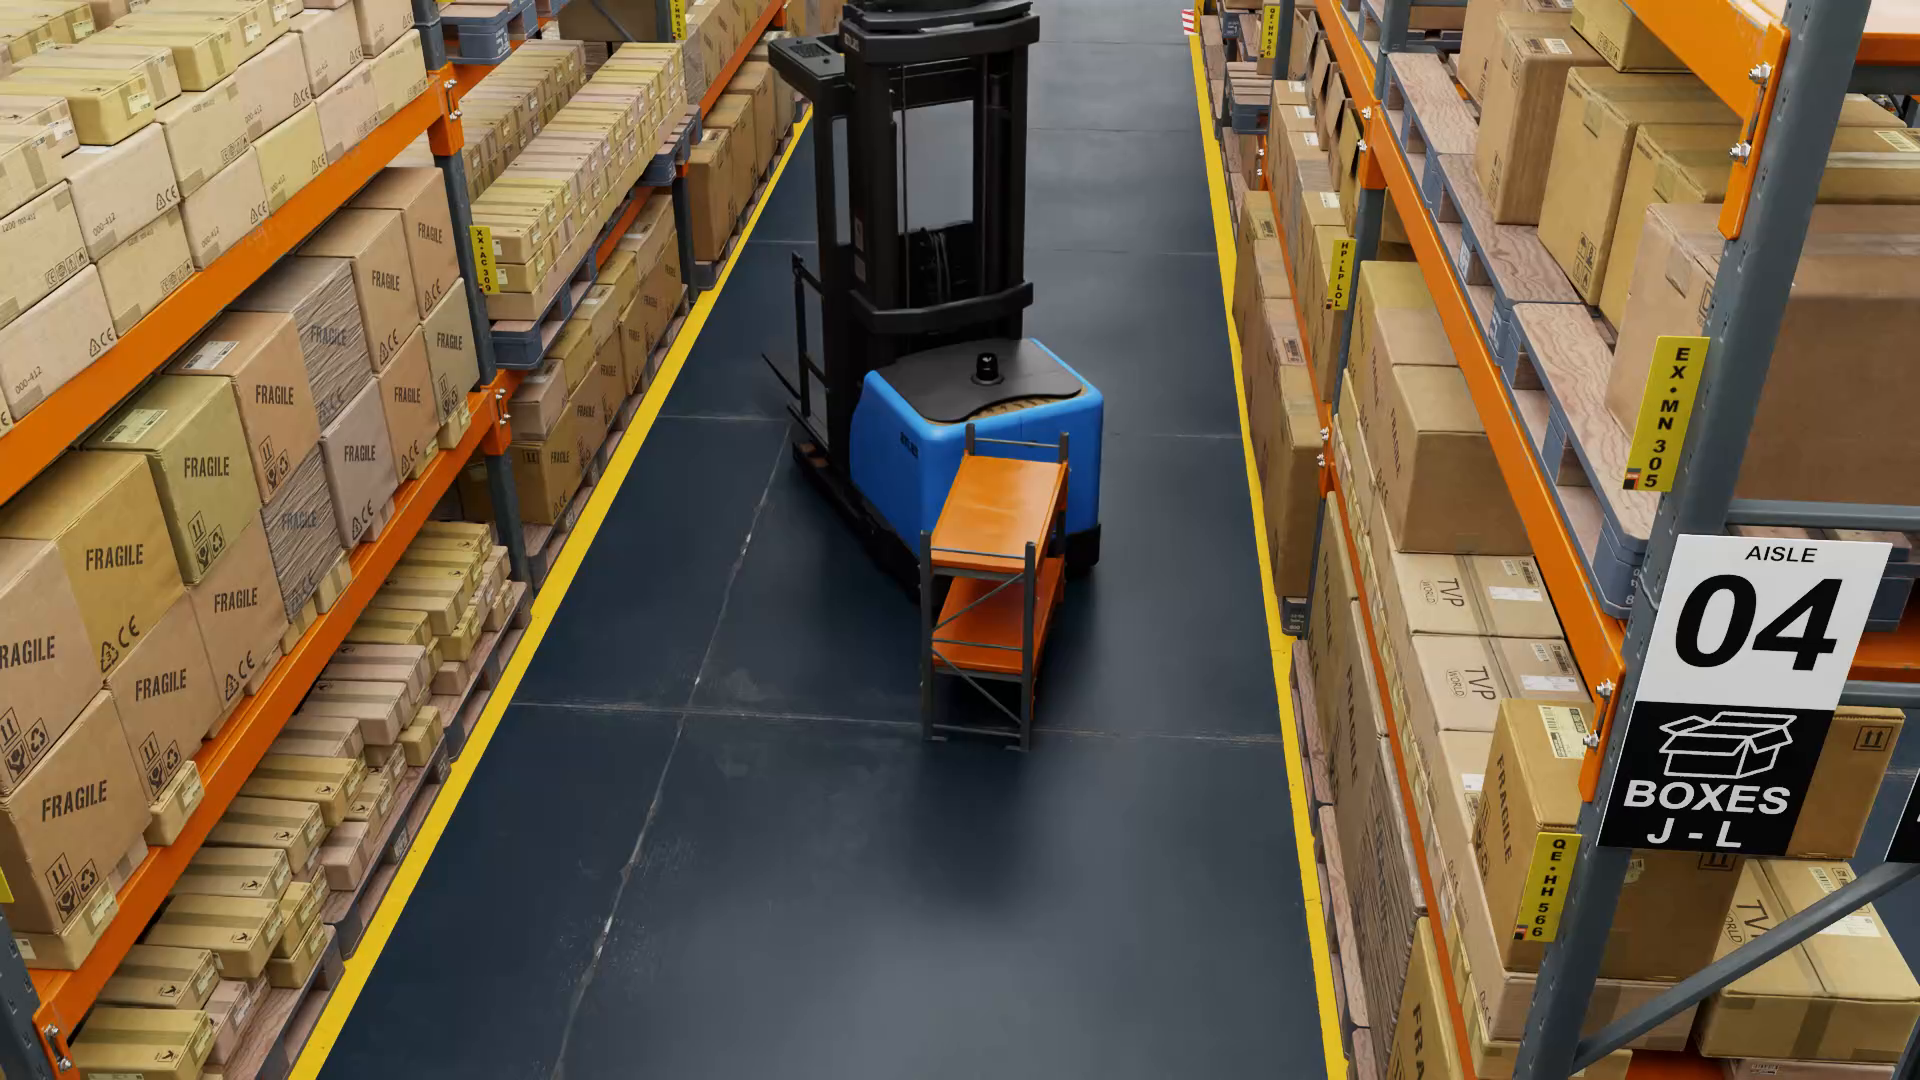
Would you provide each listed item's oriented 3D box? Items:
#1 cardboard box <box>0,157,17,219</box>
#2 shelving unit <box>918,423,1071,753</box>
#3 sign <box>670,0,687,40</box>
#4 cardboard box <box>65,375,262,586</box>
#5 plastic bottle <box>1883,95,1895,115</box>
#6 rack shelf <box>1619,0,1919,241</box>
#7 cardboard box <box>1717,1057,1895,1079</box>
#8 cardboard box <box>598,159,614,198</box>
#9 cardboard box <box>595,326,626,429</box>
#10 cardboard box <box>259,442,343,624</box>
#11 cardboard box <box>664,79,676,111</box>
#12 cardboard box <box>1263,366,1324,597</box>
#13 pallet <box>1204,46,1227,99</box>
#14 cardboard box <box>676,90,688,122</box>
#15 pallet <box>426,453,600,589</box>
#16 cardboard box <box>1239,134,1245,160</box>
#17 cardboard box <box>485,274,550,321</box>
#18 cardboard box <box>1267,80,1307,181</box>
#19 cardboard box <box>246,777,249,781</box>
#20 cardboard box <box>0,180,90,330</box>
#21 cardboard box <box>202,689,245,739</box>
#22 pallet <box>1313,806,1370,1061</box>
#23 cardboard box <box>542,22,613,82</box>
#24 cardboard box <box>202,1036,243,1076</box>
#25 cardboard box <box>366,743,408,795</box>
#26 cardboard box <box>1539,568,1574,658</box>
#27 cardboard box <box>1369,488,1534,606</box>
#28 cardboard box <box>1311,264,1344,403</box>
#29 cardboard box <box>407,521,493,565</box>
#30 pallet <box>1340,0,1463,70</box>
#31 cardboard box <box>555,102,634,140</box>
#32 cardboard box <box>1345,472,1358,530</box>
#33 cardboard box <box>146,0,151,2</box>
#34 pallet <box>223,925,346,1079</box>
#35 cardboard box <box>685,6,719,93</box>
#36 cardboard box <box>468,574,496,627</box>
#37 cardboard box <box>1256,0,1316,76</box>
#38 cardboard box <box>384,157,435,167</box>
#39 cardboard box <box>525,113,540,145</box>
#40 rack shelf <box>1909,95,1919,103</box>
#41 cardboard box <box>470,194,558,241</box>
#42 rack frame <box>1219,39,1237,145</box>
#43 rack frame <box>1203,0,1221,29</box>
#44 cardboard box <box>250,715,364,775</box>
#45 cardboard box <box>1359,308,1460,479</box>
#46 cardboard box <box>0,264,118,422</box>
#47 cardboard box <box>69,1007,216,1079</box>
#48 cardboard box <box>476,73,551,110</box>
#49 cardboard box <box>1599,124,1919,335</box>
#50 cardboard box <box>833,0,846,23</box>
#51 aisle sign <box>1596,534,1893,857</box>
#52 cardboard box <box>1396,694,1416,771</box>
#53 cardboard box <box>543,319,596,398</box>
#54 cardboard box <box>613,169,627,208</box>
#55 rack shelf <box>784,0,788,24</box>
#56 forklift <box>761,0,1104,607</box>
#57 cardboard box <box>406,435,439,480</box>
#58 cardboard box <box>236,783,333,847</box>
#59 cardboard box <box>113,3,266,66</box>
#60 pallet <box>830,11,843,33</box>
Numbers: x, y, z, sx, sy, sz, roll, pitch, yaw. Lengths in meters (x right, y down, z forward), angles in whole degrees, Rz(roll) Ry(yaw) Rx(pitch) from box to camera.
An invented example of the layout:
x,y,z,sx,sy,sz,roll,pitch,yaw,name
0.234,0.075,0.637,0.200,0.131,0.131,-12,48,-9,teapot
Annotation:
x,y,z,sx,sy,sz,roll,pitch,yaw,name
-2.673,-0.876,4.239,0.380,0.149,0.250,2,32,4,cardboard box
0.175,0.207,7.841,0.538,1.125,1.048,6,32,10,shelving unit
-1.867,-3.473,10.999,0.100,0.325,0.005,2,32,4,sign
-2.659,-0.202,5.388,0.500,0.500,0.500,2,32,3,cardboard box
8.252,-3.821,14.773,0.097,0.271,0.097,0,32,0,plastic bottle
2.038,-1.707,4.510,1.077,0.370,4.000,2,32,4,rack shelf
2.233,1.351,4.438,0.380,0.149,0.250,3,32,5,cardboard box
-2.142,-2.012,9.211,0.380,0.149,0.250,2,32,3,cardboard box
-2.339,-0.981,9.966,0.500,0.500,0.500,3,32,5,cardboard box
-2.642,-0.044,6.084,0.500,0.500,0.500,2,32,3,cardboard box
-2.015,-2.813,10.511,0.380,0.149,0.250,4,32,6,cardboard box
2.233,-0.286,8.479,1.225,0.875,0.875,3,32,4,cardboard box
2.969,-4.664,16.617,1.003,0.211,1.213,2,32,4,pallet
-1.990,-2.826,10.816,0.380,0.149,0.250,3,32,5,cardboard box
-2.672,-0.161,9.309,1.003,0.211,1.213,2,32,4,pallet
2.724,-3.413,13.893,0.700,0.500,0.500,2,32,4,cardboard box
-2.243,-1.199,8.175,0.380,0.149,0.250,1,32,2,cardboard box
2.216,-2.567,10.462,0.500,0.500,0.500,3,32,5,cardboard box
-3.094,1.092,6.936,0.380,0.149,0.250,3,32,5,cardboard box
-2.723,-0.766,4.442,0.500,0.250,0.500,2,32,3,cardboard box
-2.721,0.547,5.742,0.380,0.149,0.250,2,32,3,cardboard box
1.965,1.545,6.541,1.003,0.211,1.213,2,32,4,pallet
-2.639,-3.322,11.686,0.500,0.500,0.500,2,32,4,cardboard box
-2.758,1.785,5.811,0.380,0.149,0.250,2,32,4,cardboard box
-2.599,0.989,7.104,0.380,0.149,0.250,3,32,5,cardboard box
2.301,0.306,5.754,0.500,0.250,0.500,2,32,3,cardboard box
1.820,0.027,6.207,0.500,0.250,0.500,3,32,5,cardboard box
1.967,-0.975,7.877,0.500,0.500,0.500,3,32,4,cardboard box
-2.503,0.038,8.079,0.380,0.149,0.250,3,32,5,cardboard box
2.227,-2.353,7.532,0.805,0.209,1.217,1,32,2,pallet
-2.099,-2.405,9.566,0.380,0.149,0.250,4,32,6,cardboard box
1.804,-0.153,6.879,0.380,0.149,0.250,3,32,6,cardboard box
-3.085,-1.986,6.041,0.380,0.149,0.250,2,32,3,cardboard box
-2.952,1.875,6.006,1.003,0.211,1.213,2,32,4,pallet
-2.064,-3.564,12.079,0.500,0.500,0.500,2,32,4,cardboard box
-2.452,0.288,7.957,0.380,0.149,0.250,1,32,2,cardboard box
2.477,-3.569,11.687,0.700,0.500,0.500,7,32,11,cardboard box
-2.831,-1.897,8.741,0.380,0.149,0.250,2,32,4,cardboard box
-2.728,-2.443,9.910,0.380,0.149,0.250,3,32,4,cardboard box
7.626,-3.295,12.424,1.077,0.370,4.000,2,32,4,rack shelf
-2.227,-1.598,8.256,0.380,0.149,0.250,3,32,5,cardboard box
2.853,-4.859,14.276,1.000,3.000,0.127,2,32,4,rack frame
3.178,-6.951,17.670,1.000,3.000,0.127,2,32,4,rack frame
-2.666,0.849,6.764,0.380,0.149,0.250,3,32,4,cardboard box
1.860,-0.561,6.446,0.500,0.500,0.500,2,32,4,cardboard box
-2.721,-0.561,4.585,0.500,0.250,0.500,3,32,6,cardboard box
-2.678,1.673,5.426,0.380,0.149,0.250,1,32,2,cardboard box
-2.705,-2.717,10.071,0.380,0.149,0.250,1,32,2,cardboard box
2.031,-0.688,4.058,0.700,0.500,0.500,1,32,2,cardboard box
-1.746,-6.132,17.966,0.875,0.875,0.875,3,32,4,cardboard box
1.571,0.334,3.371,0.394,0.787,0.004,2,32,4,aisle sign
1.679,0.653,5.571,0.380,0.149,0.250,3,32,4,cardboard box
-2.370,-1.028,9.327,0.500,0.250,0.500,3,32,5,cardboard box
-2.119,-2.013,9.497,0.380,0.149,0.250,1,32,2,cardboard box
-1.920,-5.863,16.591,1.077,0.370,4.000,2,32,4,rack shelf
-0.342,-1.660,9.149,1.130,2.935,3.031,-14,34,-21,forklift
-2.518,-0.398,7.276,0.380,0.149,0.250,4,32,6,cardboard box
-2.714,1.108,6.627,0.380,0.149,0.250,4,32,7,cardboard box
-2.567,-1.684,5.550,0.380,0.149,0.250,2,32,4,cardboard box
-1.744,-5.607,18.147,1.003,0.211,1.213,2,32,4,pallet
